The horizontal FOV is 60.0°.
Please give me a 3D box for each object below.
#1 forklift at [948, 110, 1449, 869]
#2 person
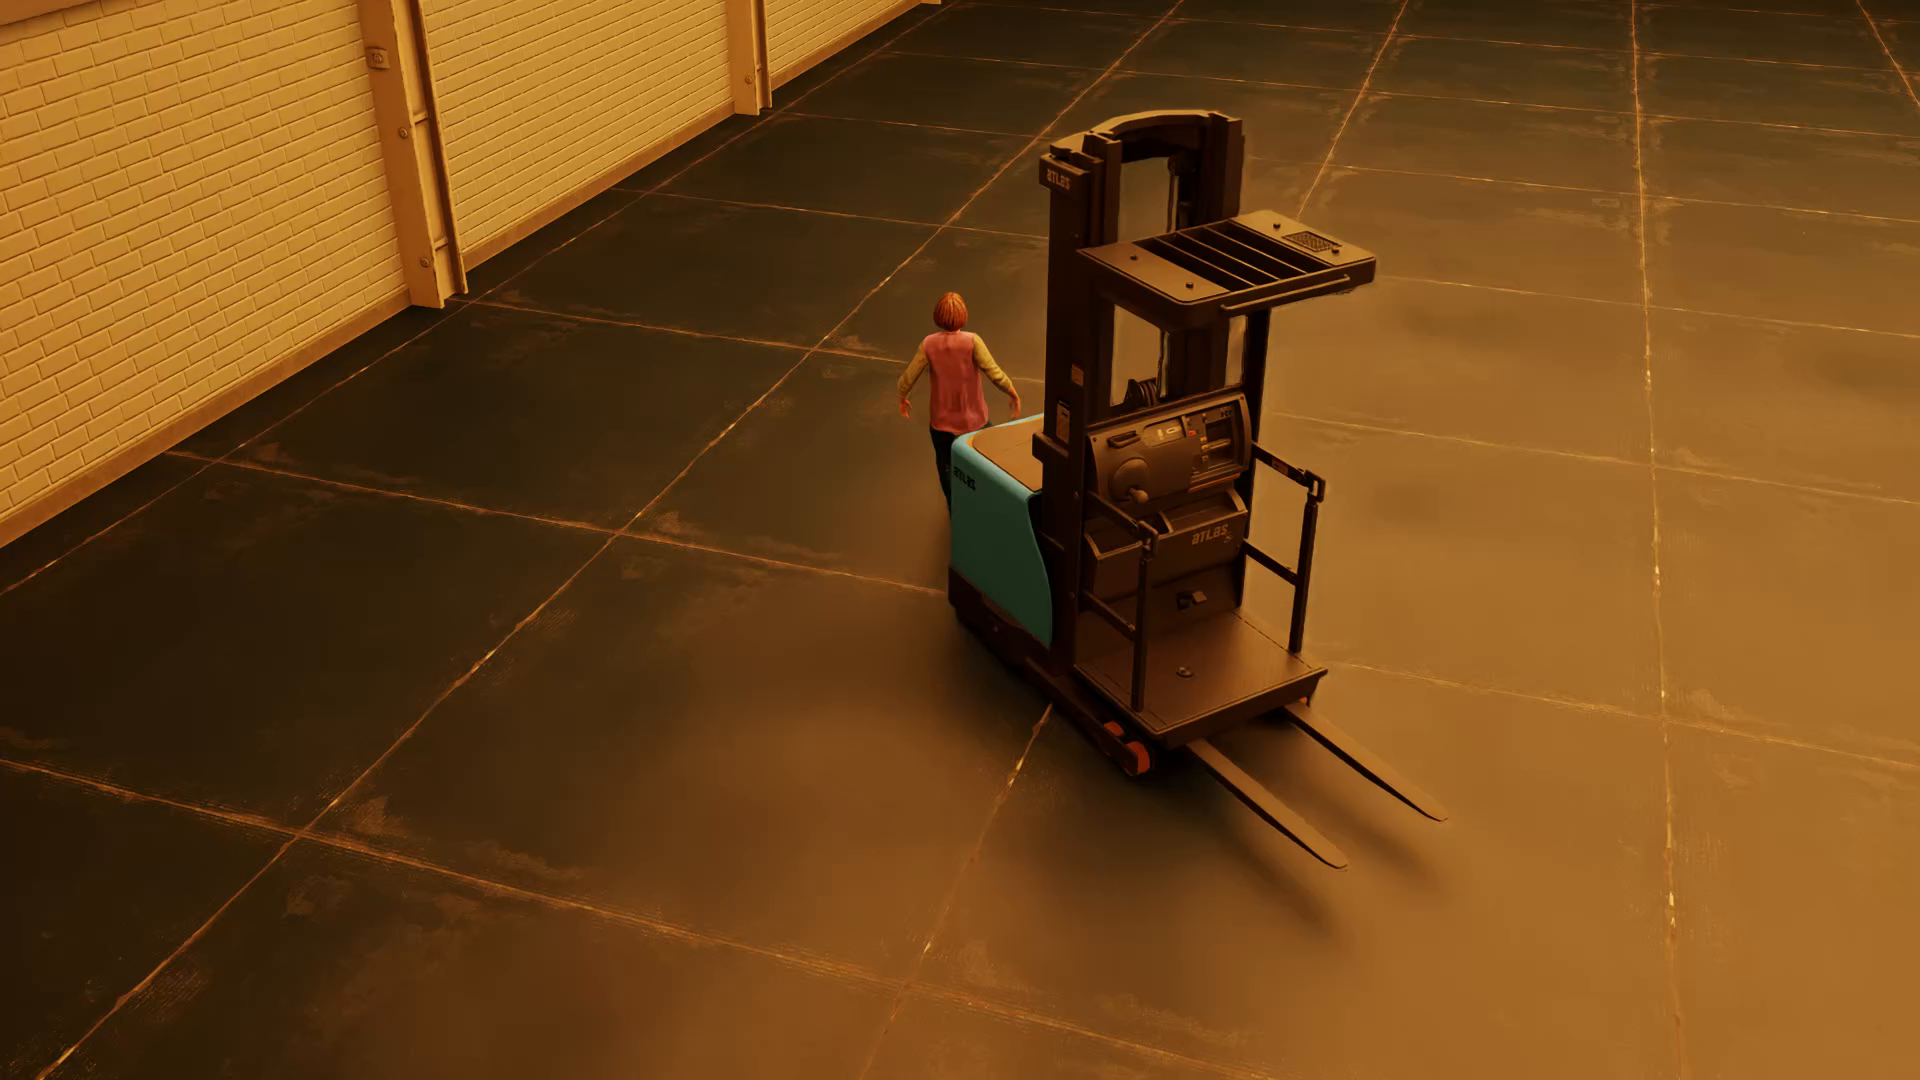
[{"bbox_3d":[1.129,-0.391,7.822,1.130,2.935,3.031,-17,34,-27],"label":"forklift"},{"bbox_3d":[0.011,-0.761,9.898,0.716,1.564,0.551,7,31,13],"label":"person"}]
